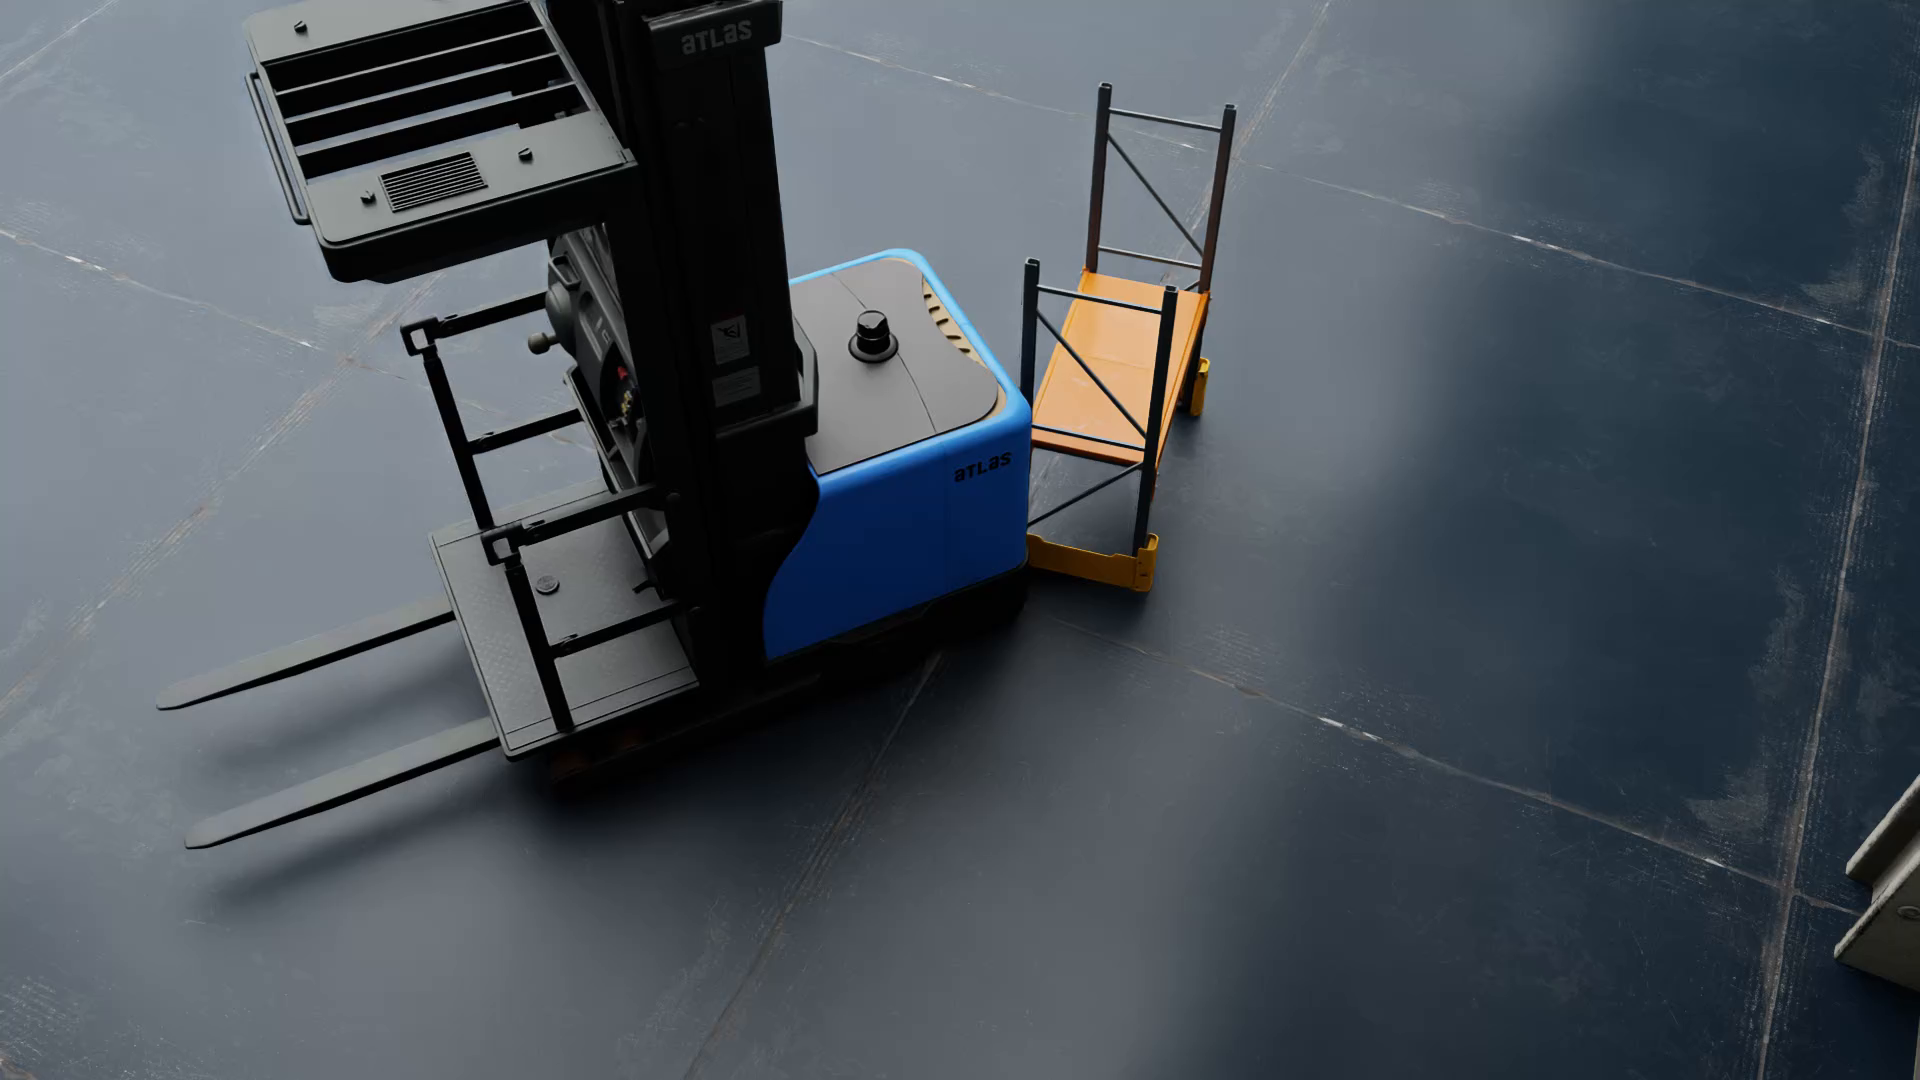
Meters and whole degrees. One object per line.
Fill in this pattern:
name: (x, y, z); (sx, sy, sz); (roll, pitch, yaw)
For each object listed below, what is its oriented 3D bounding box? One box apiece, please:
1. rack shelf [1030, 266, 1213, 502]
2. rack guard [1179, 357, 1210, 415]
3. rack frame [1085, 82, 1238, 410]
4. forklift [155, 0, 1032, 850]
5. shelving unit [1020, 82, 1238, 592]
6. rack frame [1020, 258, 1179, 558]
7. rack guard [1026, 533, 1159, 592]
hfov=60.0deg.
rack shelf: (0.598, -0.616, 6.340); (0.538, 0.185, 1.000); (13, 51, 11)
rack guard: (0.743, -0.697, 6.994); (0.587, 0.250, 0.087); (13, 51, 11)
rack frame: (0.743, -1.103, 6.519); (0.500, 1.500, 0.032); (13, 51, 11)
forklift: (-1.301, -0.527, 5.089); (3.031, 2.935, 1.130); (-20, 53, -16)
shelving unit: (0.600, -0.739, 6.209); (0.587, 1.500, 1.083); (13, 51, 11)
rack frame: (0.452, -0.361, 5.888); (0.500, 1.500, 0.032); (13, 51, 11)
rack guard: (0.458, 0.030, 6.376); (0.587, 0.250, 0.087); (13, 51, 11)
